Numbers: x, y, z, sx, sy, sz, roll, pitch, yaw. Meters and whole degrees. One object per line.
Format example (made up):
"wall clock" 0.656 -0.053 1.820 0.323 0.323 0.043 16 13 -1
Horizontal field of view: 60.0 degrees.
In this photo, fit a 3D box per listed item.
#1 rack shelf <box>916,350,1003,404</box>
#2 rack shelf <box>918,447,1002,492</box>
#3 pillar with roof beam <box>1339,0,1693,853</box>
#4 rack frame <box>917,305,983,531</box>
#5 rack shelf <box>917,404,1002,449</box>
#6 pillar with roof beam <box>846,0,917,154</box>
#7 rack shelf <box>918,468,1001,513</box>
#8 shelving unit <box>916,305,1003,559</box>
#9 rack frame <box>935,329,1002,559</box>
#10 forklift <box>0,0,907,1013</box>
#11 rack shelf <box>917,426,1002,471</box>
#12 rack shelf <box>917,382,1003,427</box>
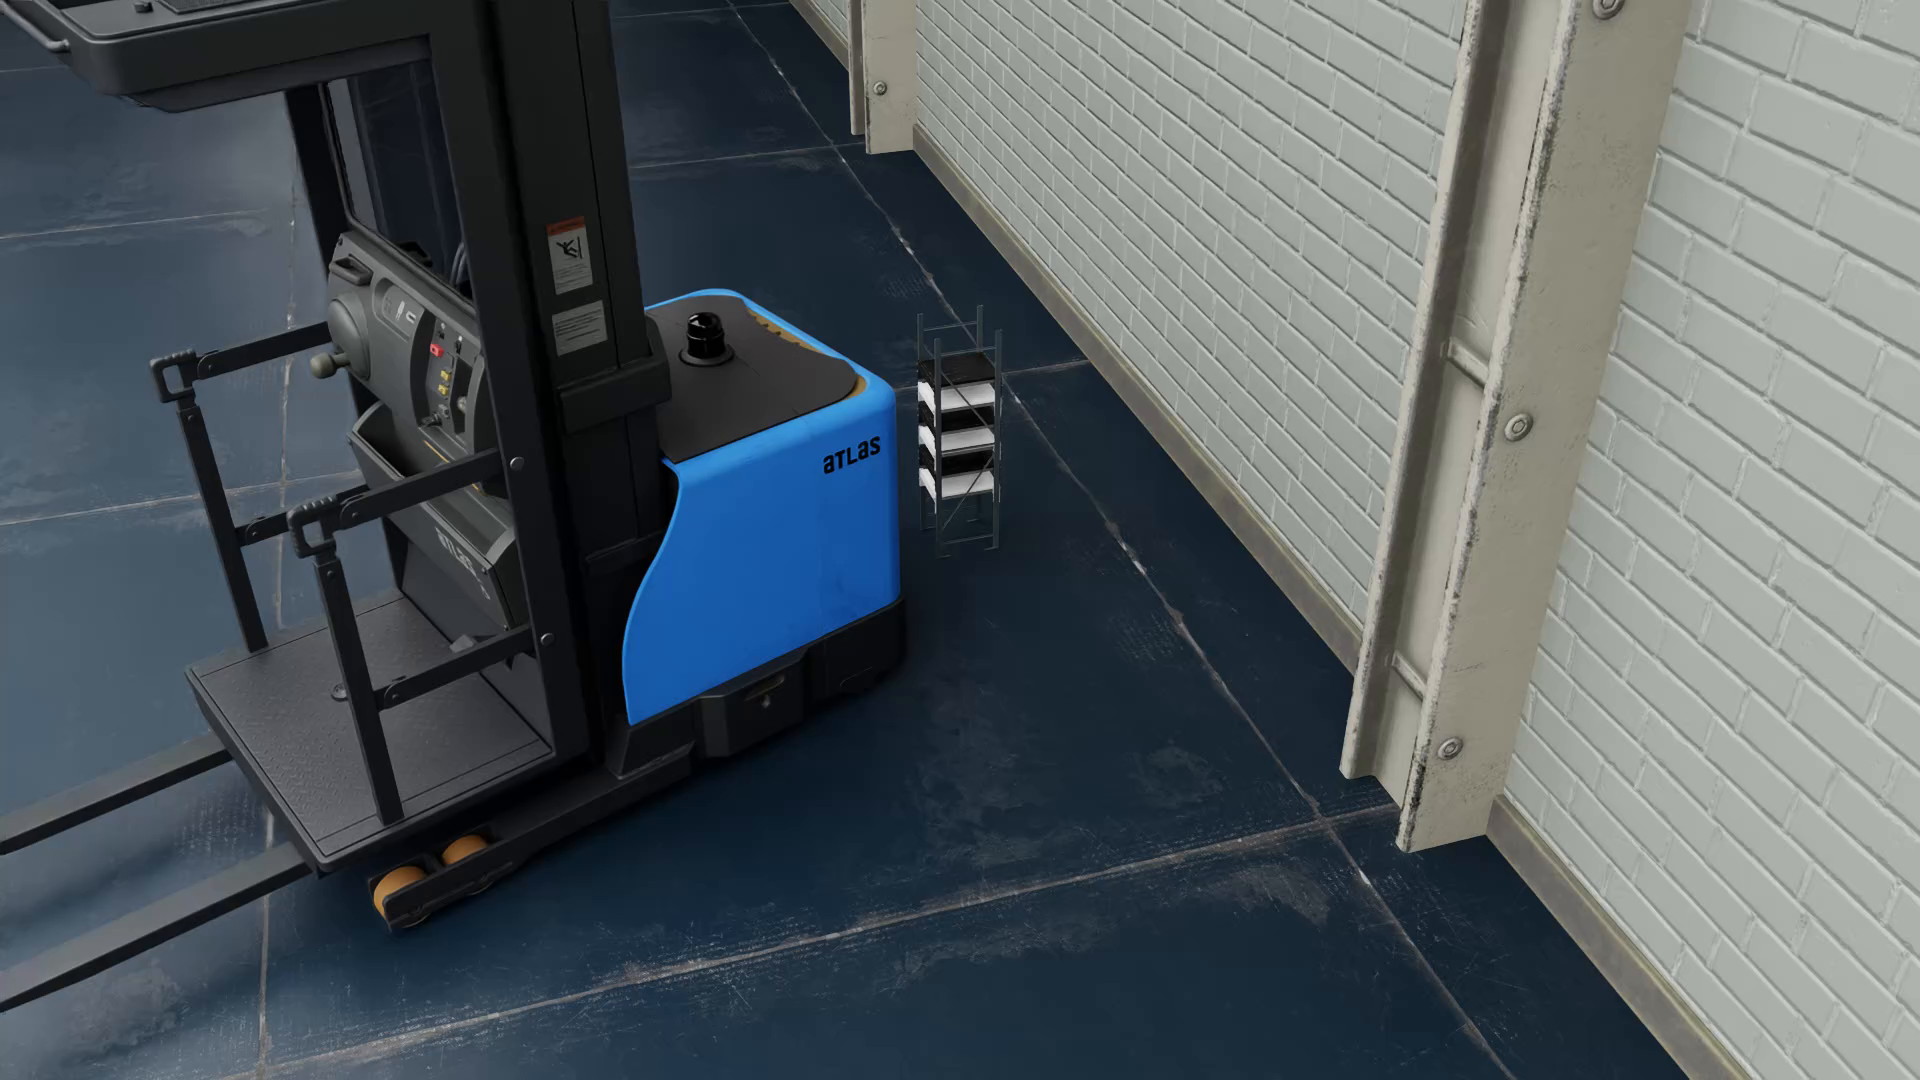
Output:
"rack shelf" -0.002 -0.577 5.878 0.258 0.077 0.200 -10 35 -15
"rack shelf" -0.002 -0.277 6.076 0.258 0.077 0.200 -10 35 -15
"pillar with roof beam" -2.715 -2.243 1.482 9.100 9.000 0.400 -10 35 -15
"rack frame" -0.033 -0.433 6.089 0.240 0.900 0.006 -10 35 -15
"rack shelf" -0.002 -0.427 5.977 0.258 0.077 0.200 -10 35 -15
"pillar with roof beam" -4.545 -5.394 6.250 9.100 9.000 0.400 -10 35 -15
"rack shelf" -0.002 -0.202 6.126 0.258 0.077 0.200 -10 35 -15
"shelving unit" -0.002 -0.380 6.008 0.258 0.900 0.210 -10 35 -15
"rack frame" 0.029 -0.326 5.928 0.240 0.900 0.006 -10 35 -15
"forklift" -1.637 -0.477 4.313 3.031 2.935 1.130 -25 41 -32
"rack shelf" -0.002 -0.352 6.027 0.258 0.077 0.200 -10 35 -15
"rack shelf" -0.002 -0.502 5.928 0.258 0.077 0.200 -10 35 -15
